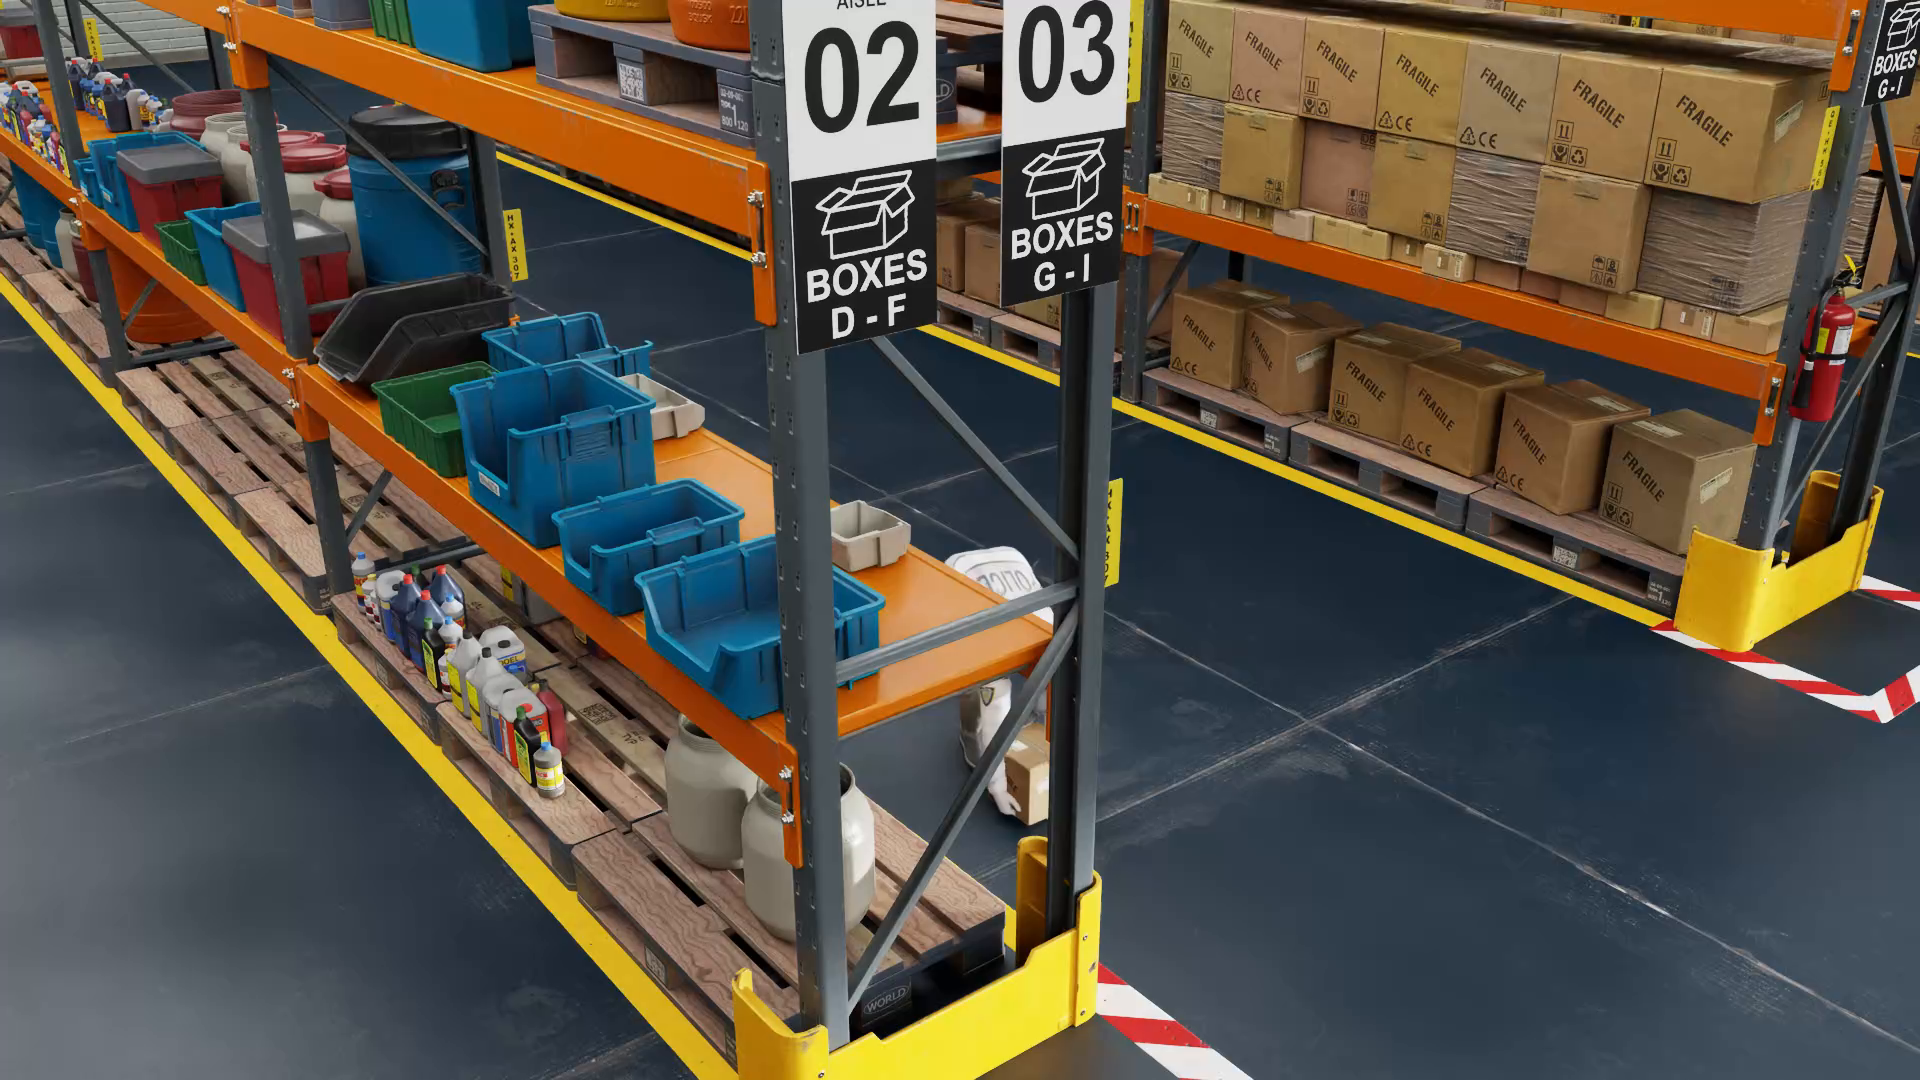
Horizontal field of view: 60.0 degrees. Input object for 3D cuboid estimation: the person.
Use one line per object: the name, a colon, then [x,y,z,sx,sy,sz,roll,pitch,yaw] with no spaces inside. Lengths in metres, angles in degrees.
person: [0.212,0.530,6.469,0.448,0.855,0.892,-10,27,-20]
